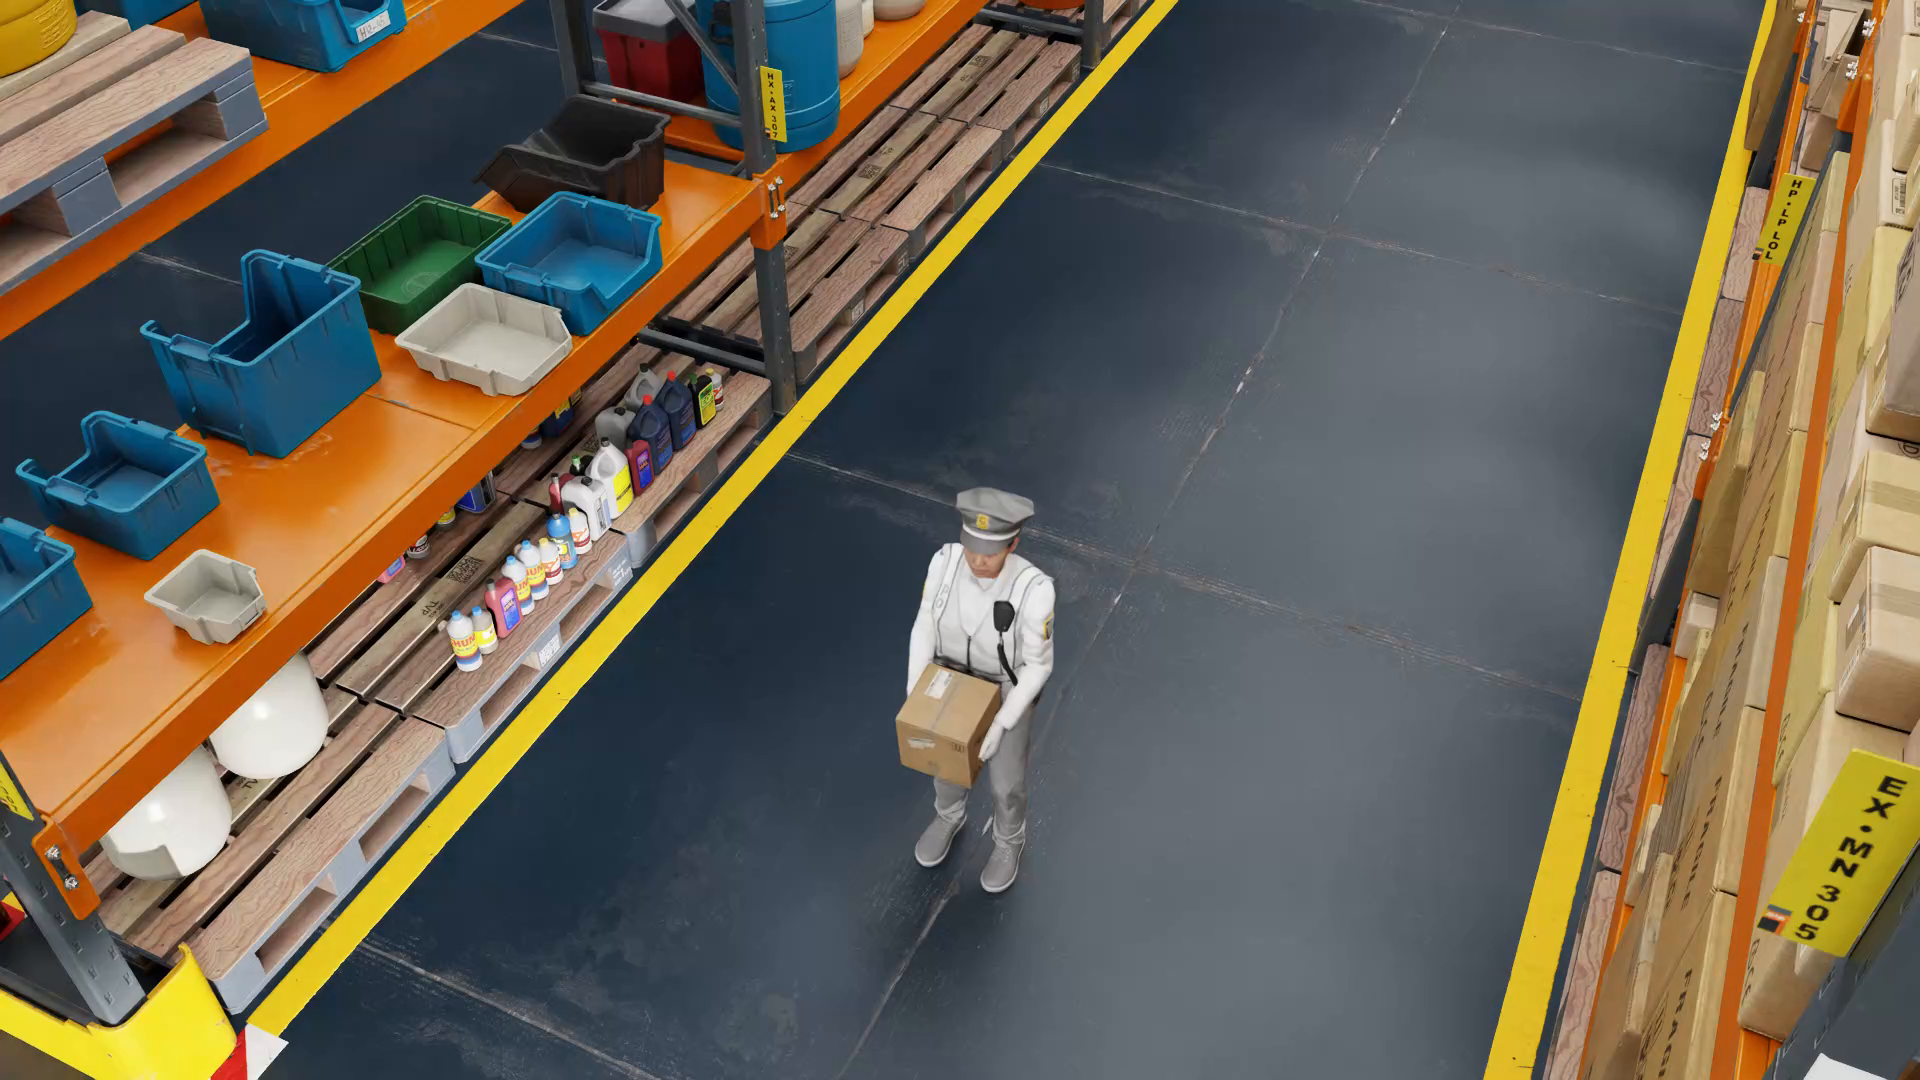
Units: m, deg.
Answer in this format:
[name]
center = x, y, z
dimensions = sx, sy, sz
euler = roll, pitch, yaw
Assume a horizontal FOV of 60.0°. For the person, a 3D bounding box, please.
[person]
center = 0.049, 0.549, 5.532
dimensions = 0.489, 1.692, 0.489
euler = 17, 45, 18
